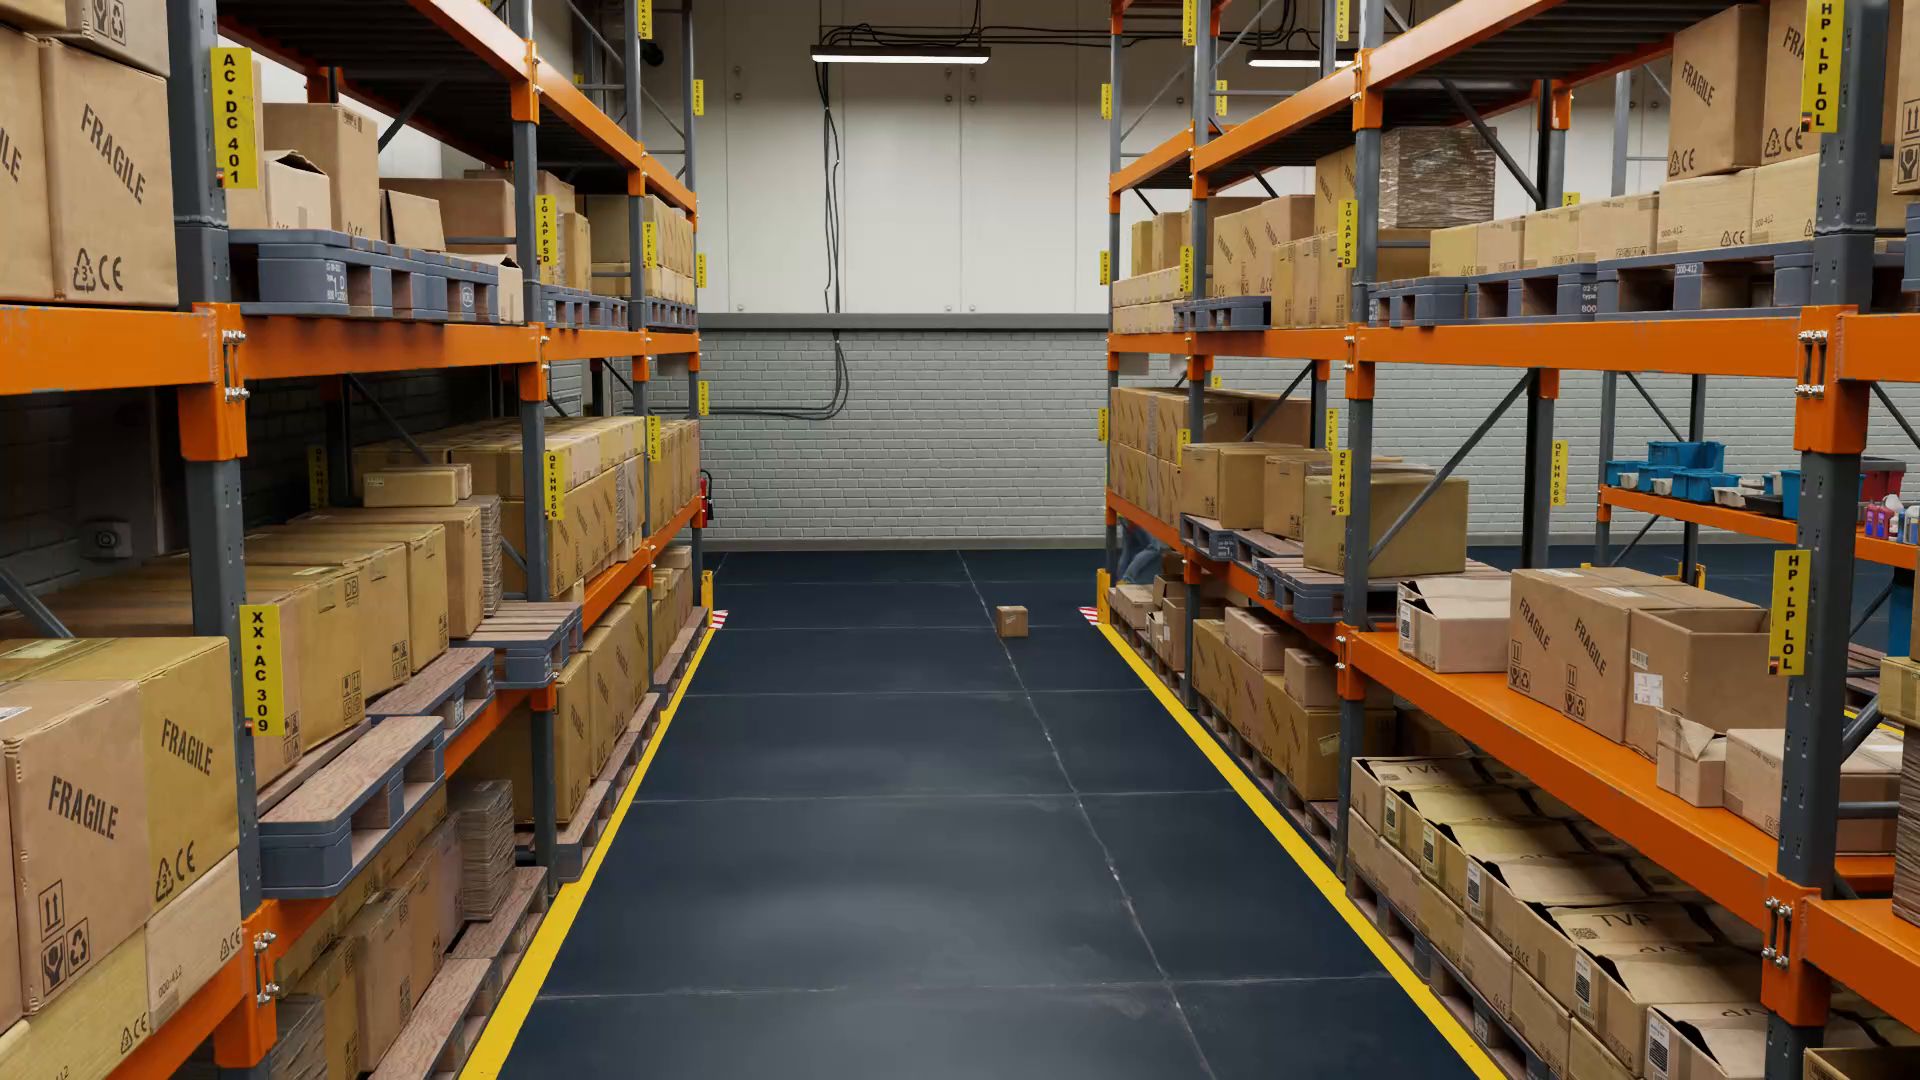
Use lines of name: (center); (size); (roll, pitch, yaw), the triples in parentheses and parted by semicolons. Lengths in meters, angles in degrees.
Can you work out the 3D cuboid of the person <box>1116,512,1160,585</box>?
person: (1.870, -0.240, 17.539); (0.463, 1.775, 0.636); (0, 7, -3)
